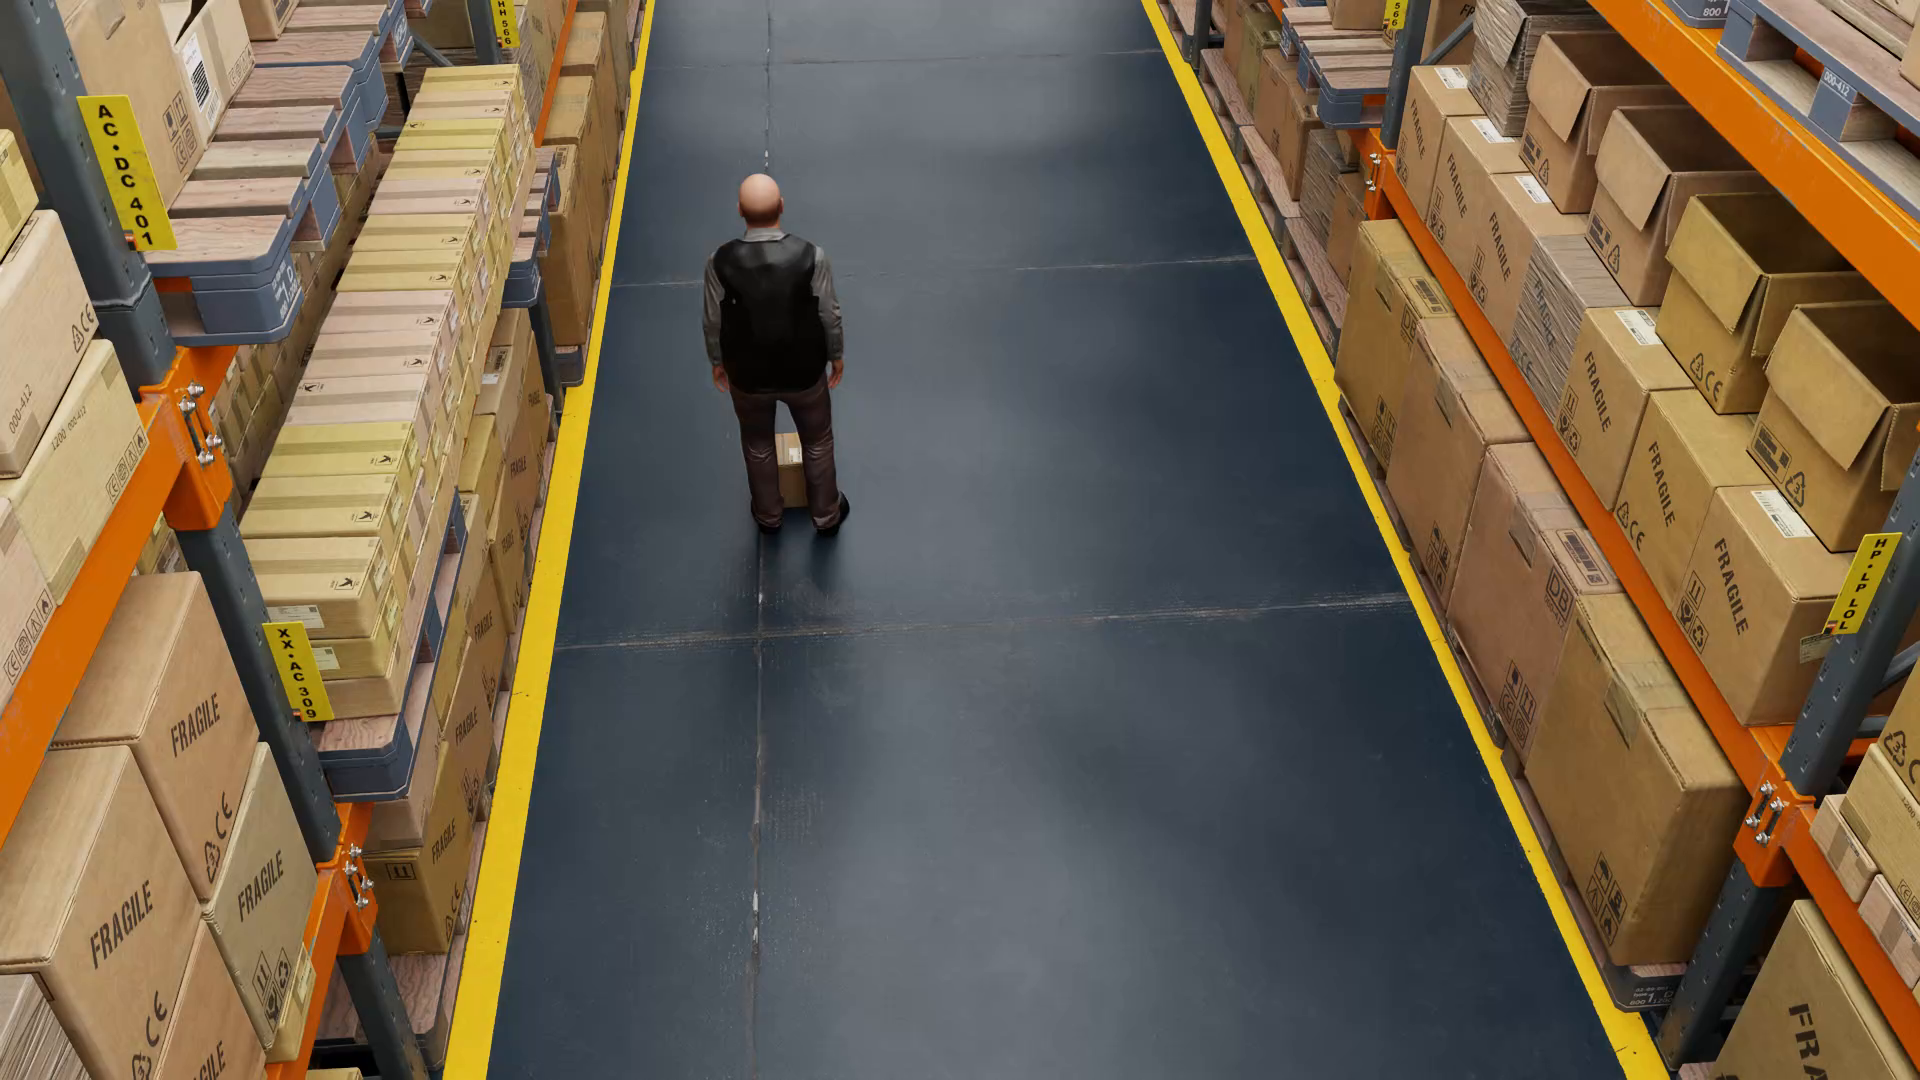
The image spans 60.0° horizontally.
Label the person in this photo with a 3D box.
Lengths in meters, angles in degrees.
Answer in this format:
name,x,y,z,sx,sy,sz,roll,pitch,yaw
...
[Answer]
name,x,y,z,sx,sy,sz,roll,pitch,yaw
person,-0.779,-0.735,7.086,0.581,1.719,0.462,-3,39,-4
